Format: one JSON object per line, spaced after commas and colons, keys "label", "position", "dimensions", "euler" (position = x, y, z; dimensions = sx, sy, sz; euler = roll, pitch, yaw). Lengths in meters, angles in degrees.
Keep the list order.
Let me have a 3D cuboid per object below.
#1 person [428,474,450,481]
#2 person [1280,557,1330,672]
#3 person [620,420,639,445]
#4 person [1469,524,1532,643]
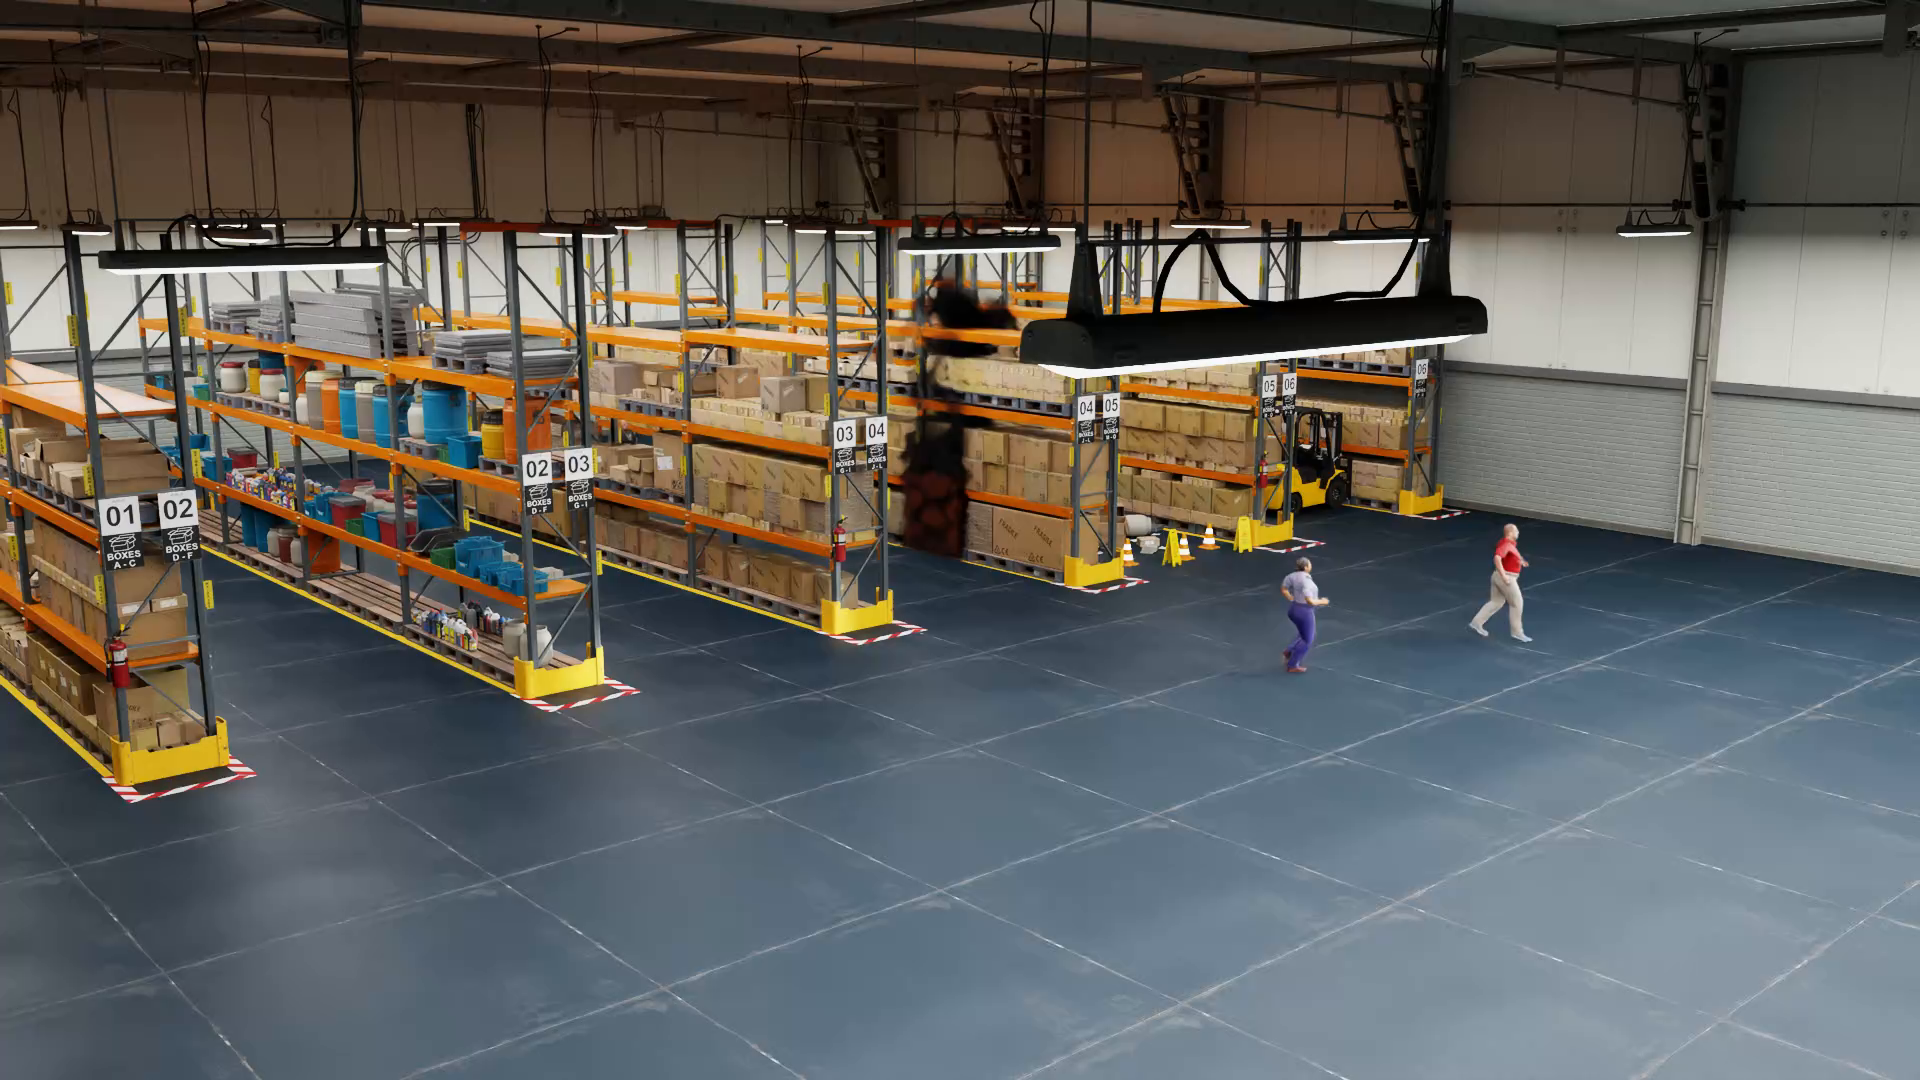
{"label": "person", "position": [-9.441, -0.541, 30.262], "dimensions": [0.830, 1.715, 0.541], "euler": [8, 14, 36]}
{"label": "person", "position": [4.745, 1.007, 22.792], "dimensions": [0.556, 1.604, 0.588], "euler": [-3, 12, -15]}
{"label": "person", "position": [-7.205, -1.767, 36.176], "dimensions": [0.665, 1.688, 1.025], "euler": [-8, 14, -34]}
{"label": "person", "position": [7.992, 0.622, 24.429], "dimensions": [0.873, 1.756, 0.655], "euler": [0, 11, -1]}
